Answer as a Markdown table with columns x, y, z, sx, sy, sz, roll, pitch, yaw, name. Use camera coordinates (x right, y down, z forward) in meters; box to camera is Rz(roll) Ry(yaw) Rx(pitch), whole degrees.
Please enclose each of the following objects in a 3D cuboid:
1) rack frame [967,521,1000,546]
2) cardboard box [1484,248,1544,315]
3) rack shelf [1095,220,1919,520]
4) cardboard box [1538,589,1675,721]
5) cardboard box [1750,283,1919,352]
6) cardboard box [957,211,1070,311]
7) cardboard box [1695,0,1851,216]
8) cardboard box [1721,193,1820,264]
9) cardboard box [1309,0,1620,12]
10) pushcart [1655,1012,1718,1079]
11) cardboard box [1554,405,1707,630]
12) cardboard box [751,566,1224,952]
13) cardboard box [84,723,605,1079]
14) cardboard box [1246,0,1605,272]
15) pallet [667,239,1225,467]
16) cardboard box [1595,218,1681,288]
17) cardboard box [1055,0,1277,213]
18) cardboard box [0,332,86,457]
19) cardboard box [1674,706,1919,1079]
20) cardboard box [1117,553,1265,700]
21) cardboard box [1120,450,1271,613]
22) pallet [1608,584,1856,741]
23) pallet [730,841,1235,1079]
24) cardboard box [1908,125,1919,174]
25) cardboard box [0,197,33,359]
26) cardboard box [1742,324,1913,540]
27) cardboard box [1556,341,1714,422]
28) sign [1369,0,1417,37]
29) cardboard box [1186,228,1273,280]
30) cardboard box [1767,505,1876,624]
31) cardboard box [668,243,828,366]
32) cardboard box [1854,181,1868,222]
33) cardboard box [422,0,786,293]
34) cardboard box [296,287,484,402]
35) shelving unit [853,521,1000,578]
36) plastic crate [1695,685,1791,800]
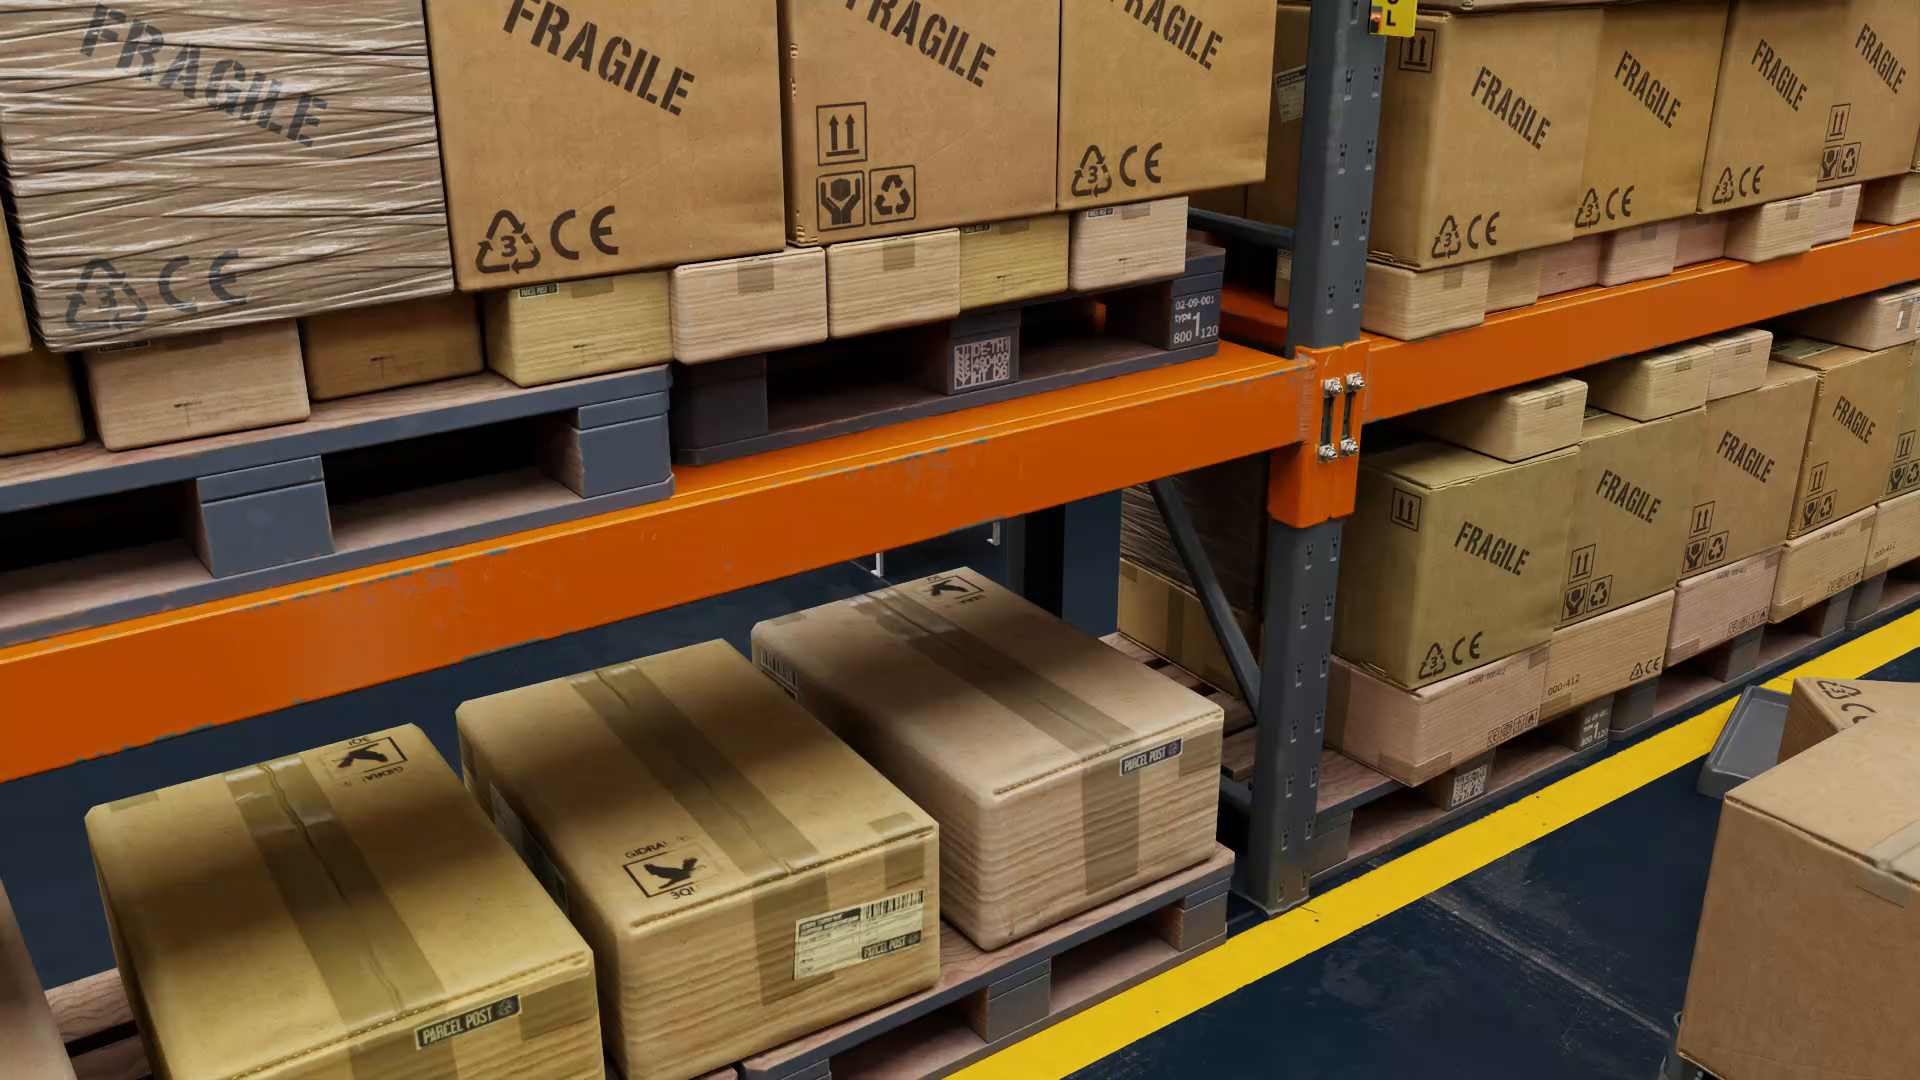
| x | y | z | sx | sy | sz | roll | pitch | yaw | name |
| --- | --- | --- | --- | --- | --- | --- | --- | --- | --- |
| 0.064 | -0.574 | 5.717 | 0.015 | 1.200 | 0.240 | -15 | 26 | -33 | rack frame |
| 1.077 | -0.625 | 3.754 | 0.250 | 0.149 | 0.380 | -14 | 26 | -31 | cardboard box |
| 2.083 | -0.798 | 4.820 | 4.000 | 0.370 | 1.077 | -15 | 26 | -33 | rack shelf |
| 1.522 | 0.217 | 4.448 | 0.500 | 0.250 | 0.500 | -13 | 25 | -30 | cardboard box |
| 2.528 | -0.671 | 4.788 | 0.250 | 0.149 | 0.380 | -14 | 26 | -31 | cardboard box |
| -0.022 | -0.532 | 2.954 | 0.250 | 0.149 | 0.380 | -16 | 27 | -34 | cardboard box |
| 1.788 | -1.116 | 4.109 | 0.500 | 0.500 | 0.500 | -15 | 26 | -33 | cardboard box |
| 1.946 | -0.829 | 4.264 | 0.250 | 0.149 | 0.380 | -15 | 26 | -33 | cardboard box |
| 0.943 | -1.378 | 3.418 | 0.500 | 0.500 | 0.700 | -15 | 26 | -33 | cardboard box |
| 1.831 | 1.194 | 2.396 | 1.648 | 0.377 | 0.936 | 14 | 26 | 32 | pushcart |
| 1.523 | -0.132 | 4.311 | 0.500 | 0.500 | 0.500 | -14 | 26 | -31 | cardboard box |
| 0.035 | 0.440 | 3.725 | 0.625 | 0.372 | 0.950 | -15 | 26 | -32 | cardboard box |
| -1.110 | 0.748 | 2.954 | 0.625 | 0.372 | 0.950 | -14 | 26 | -31 | cardboard box |
| 0.979 | -0.895 | 3.557 | 0.500 | 0.500 | 0.500 | -15 | 26 | -33 | cardboard box |
| -0.246 | -0.489 | 3.333 | 1.213 | 0.211 | 1.003 | -15 | 26 | -33 | pallet |
| 1.496 | -0.734 | 4.029 | 0.250 | 0.149 | 0.380 | -14 | 26 | -31 | cardboard box |
| 0.218 | -0.910 | 3.027 | 0.500 | 0.500 | 0.500 | -15 | 26 | -34 | cardboard box |
| -1.325 | -0.225 | 2.185 | 0.250 | 0.149 | 0.380 | -14 | 26 | -31 | cardboard box |
| 1.523 | 0.639 | 2.599 | 0.500 | 0.500 | 0.500 | -15 | 26 | -33 | cardboard box |
| 0.782 | 0.174 | 4.557 | 0.500 | 0.250 | 0.500 | -14 | 25 | -30 | cardboard box |
| 0.783 | -0.175 | 4.418 | 0.500 | 0.500 | 0.500 | -15 | 26 | -34 | cardboard box |
| 1.975 | 0.174 | 5.175 | 1.213 | 0.211 | 1.003 | -15 | 26 | -33 | pallet |
| -0.172 | 0.765 | 3.695 | 1.213 | 0.211 | 1.003 | -15 | 26 | -33 | pallet |
| 2.609 | -1.335 | 4.659 | 0.500 | 0.500 | 0.500 | -15 | 26 | -33 | cardboard box |
| -1.441 | -0.473 | 1.931 | 0.500 | 0.500 | 0.500 | -14 | 26 | -32 | cardboard box |
| 2.373 | -0.359 | 4.879 | 0.500 | 0.500 | 0.500 | -16 | 27 | -34 | cardboard box |
| 1.648 | -0.434 | 4.194 | 0.250 | 0.149 | 0.380 | -14 | 26 | -31 | cardboard box |
| 0.786 | -1.071 | 2.971 | 0.005 | 0.325 | 0.100 | -15 | 26 | -33 | sign |
| 0.542 | -0.744 | 4.053 | 0.250 | 0.149 | 0.380 | -15 | 26 | -33 | cardboard box |
| 2.360 | -0.003 | 4.999 | 0.500 | 0.250 | 0.500 | -16 | 27 | -35 | cardboard box |
| -0.415 | -0.409 | 2.646 | 0.250 | 0.149 | 0.380 | -15 | 26 | -32 | cardboard box |
| 2.275 | -0.978 | 4.640 | 0.250 | 0.149 | 0.380 | -15 | 26 | -33 | cardboard box |
| -0.606 | -0.692 | 2.482 | 0.500 | 0.500 | 0.500 | -14 | 26 | -31 | cardboard box |
| -0.908 | -0.341 | 2.475 | 0.250 | 0.149 | 0.380 | -16 | 27 | -35 | cardboard box |
| -0.134 | -0.521 | 5.584 | 0.503 | 1.200 | 0.258 | -15 | 26 | -33 | shelving unit |
| 2.212 | 0.563 | 4.376 | 0.402 | 0.080 | 0.583 | 14 | 26 | 32 | plastic crate |
